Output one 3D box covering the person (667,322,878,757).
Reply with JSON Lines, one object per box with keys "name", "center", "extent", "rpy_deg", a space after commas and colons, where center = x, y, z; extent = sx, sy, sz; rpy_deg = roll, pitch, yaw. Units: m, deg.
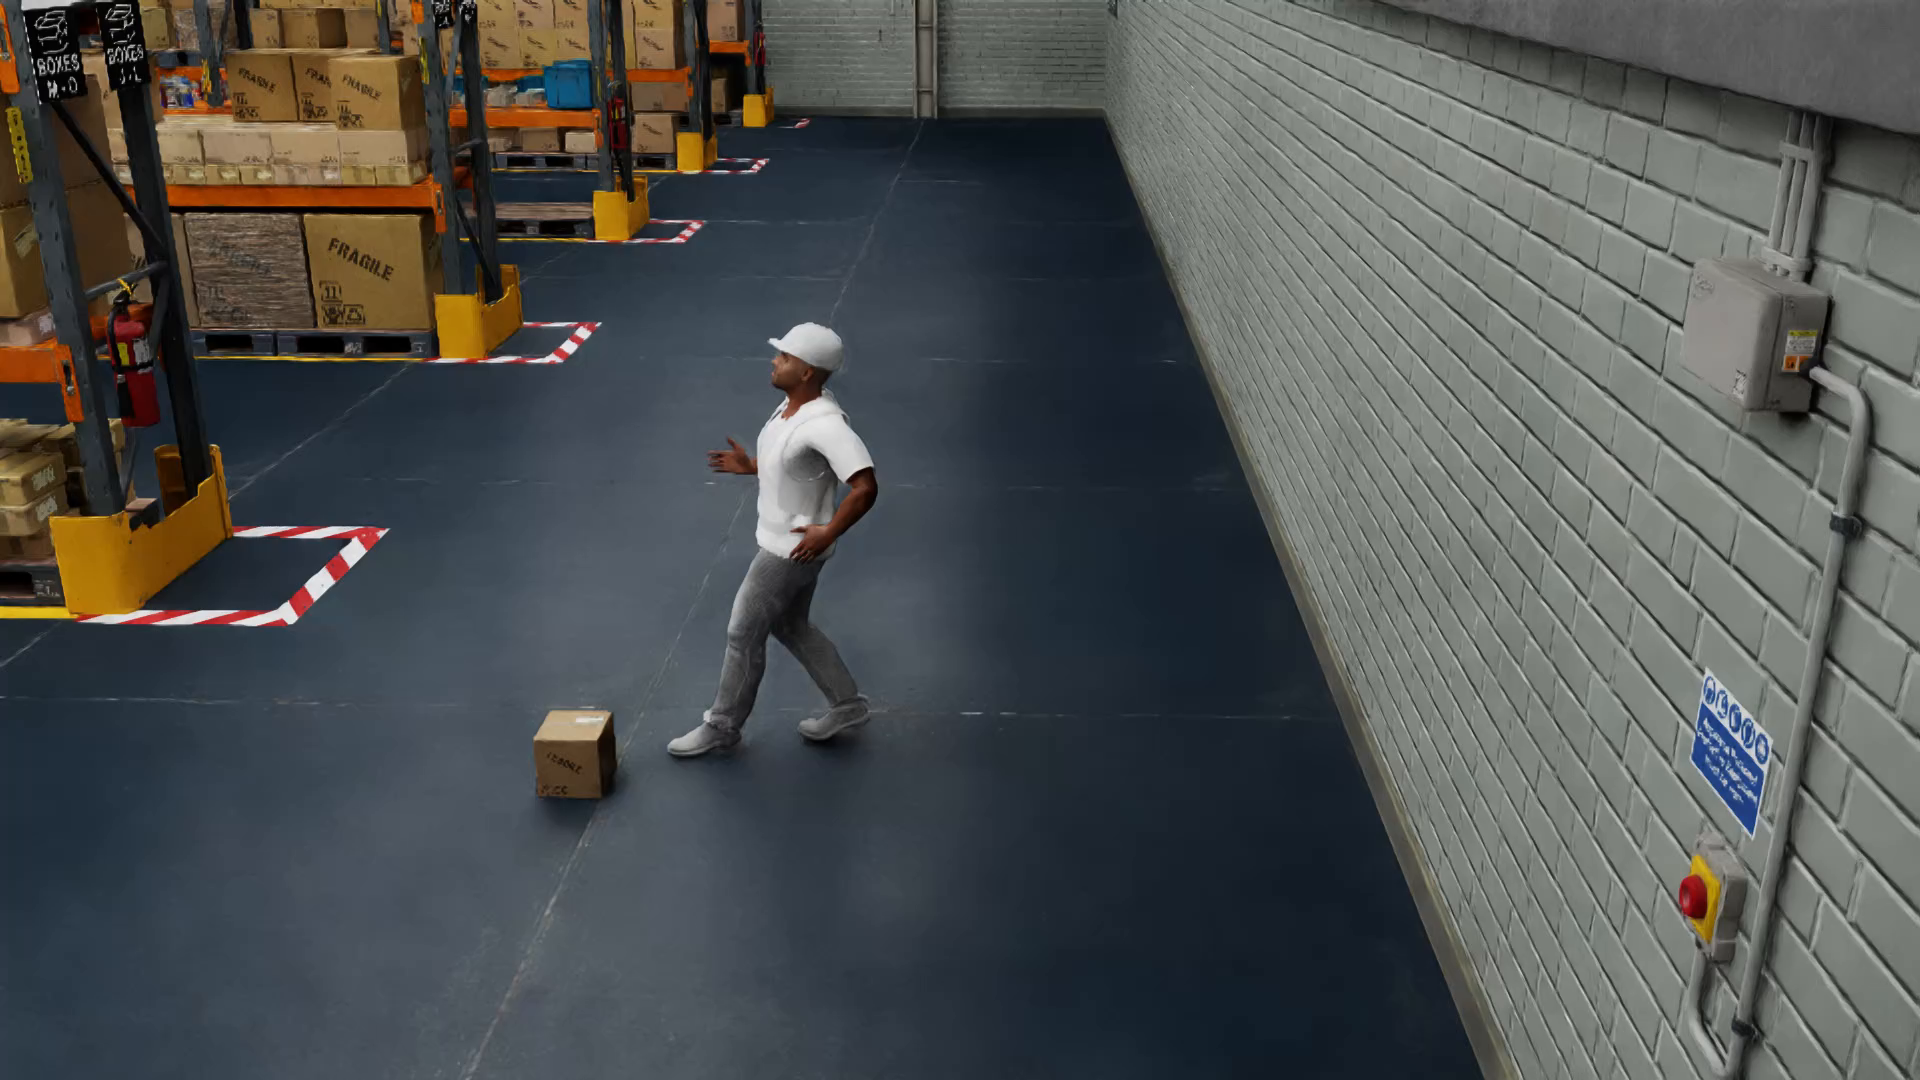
{"name": "person", "center": [-0.745, 0.003, 6.545], "extent": [0.879, 1.738, 0.651], "rpy_deg": [0, 21, 0]}
